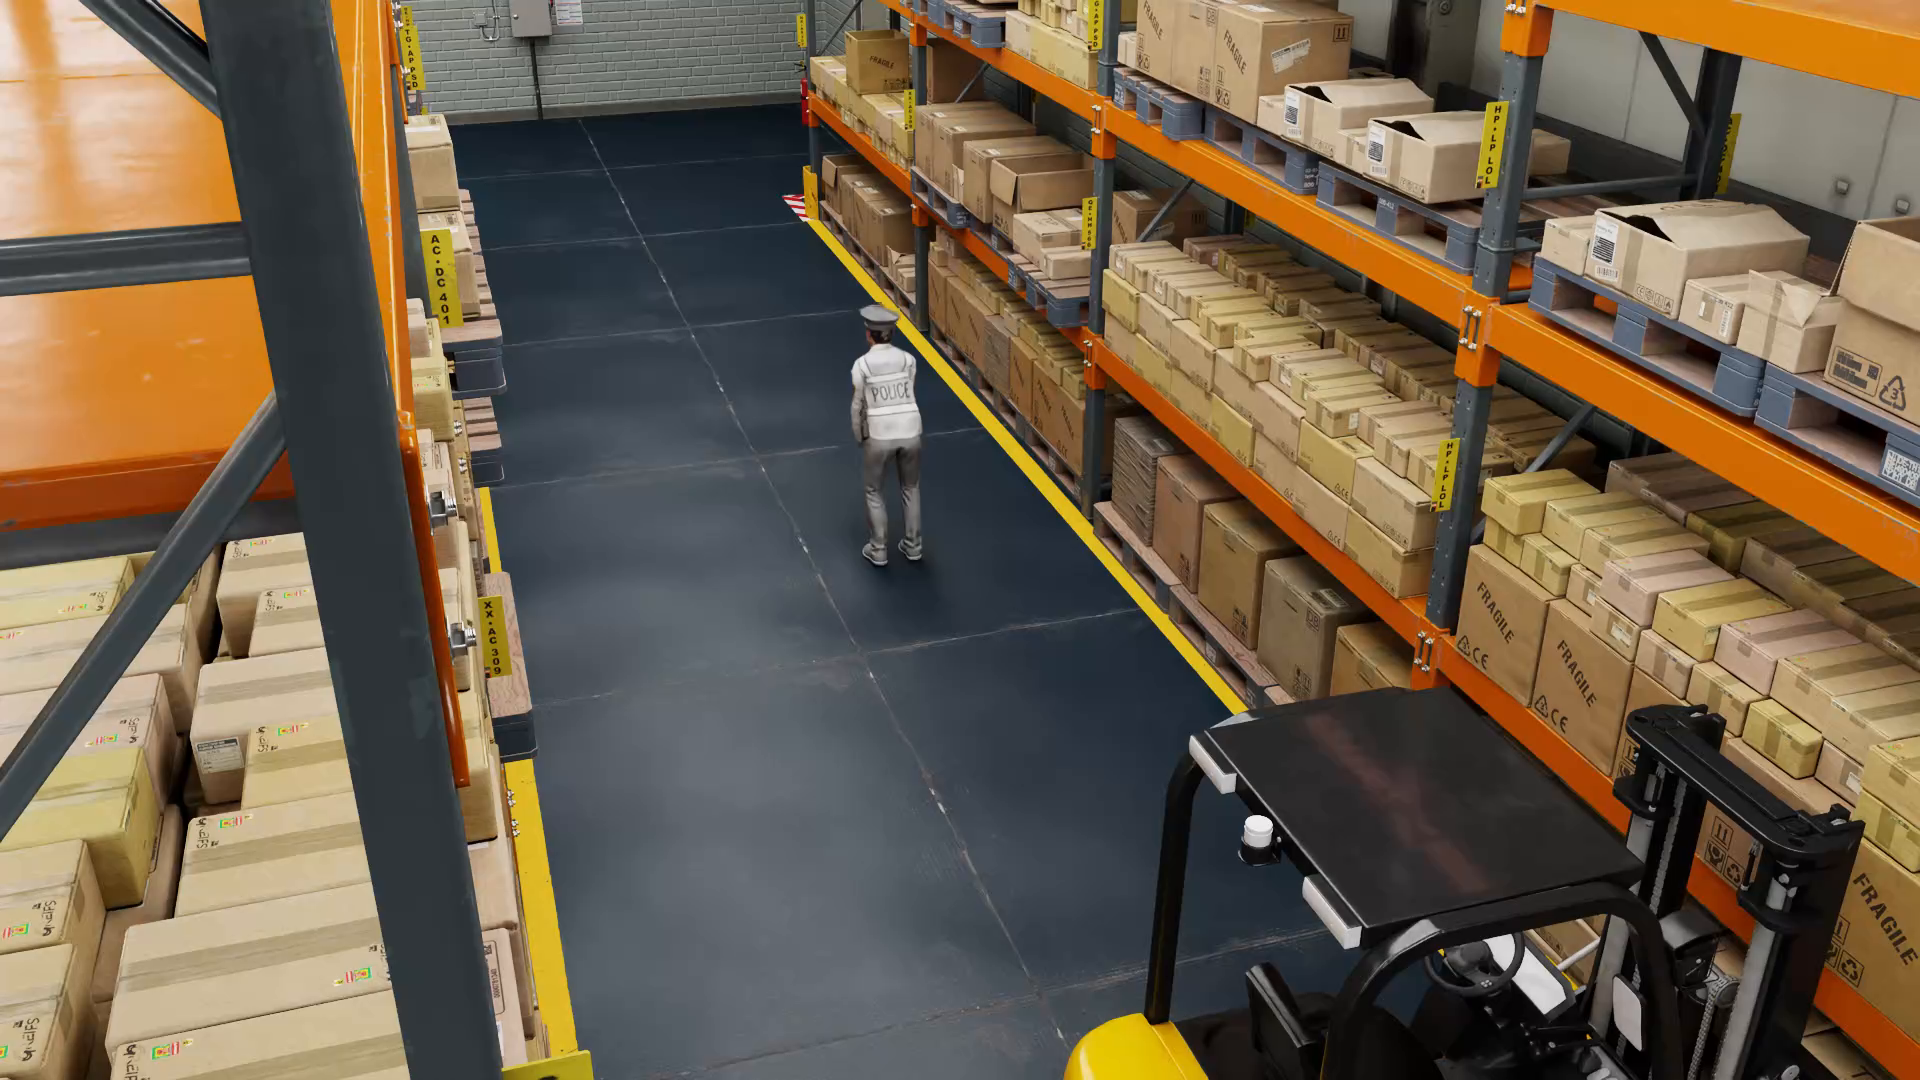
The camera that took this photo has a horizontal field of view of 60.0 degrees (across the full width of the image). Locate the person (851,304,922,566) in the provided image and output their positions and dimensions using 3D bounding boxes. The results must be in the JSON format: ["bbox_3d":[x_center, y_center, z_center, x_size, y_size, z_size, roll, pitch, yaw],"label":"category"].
[{"bbox_3d":[-0.467,-0.652,10.469,0.412,1.630,0.559,-9,28,-17],"label":"person"}]
